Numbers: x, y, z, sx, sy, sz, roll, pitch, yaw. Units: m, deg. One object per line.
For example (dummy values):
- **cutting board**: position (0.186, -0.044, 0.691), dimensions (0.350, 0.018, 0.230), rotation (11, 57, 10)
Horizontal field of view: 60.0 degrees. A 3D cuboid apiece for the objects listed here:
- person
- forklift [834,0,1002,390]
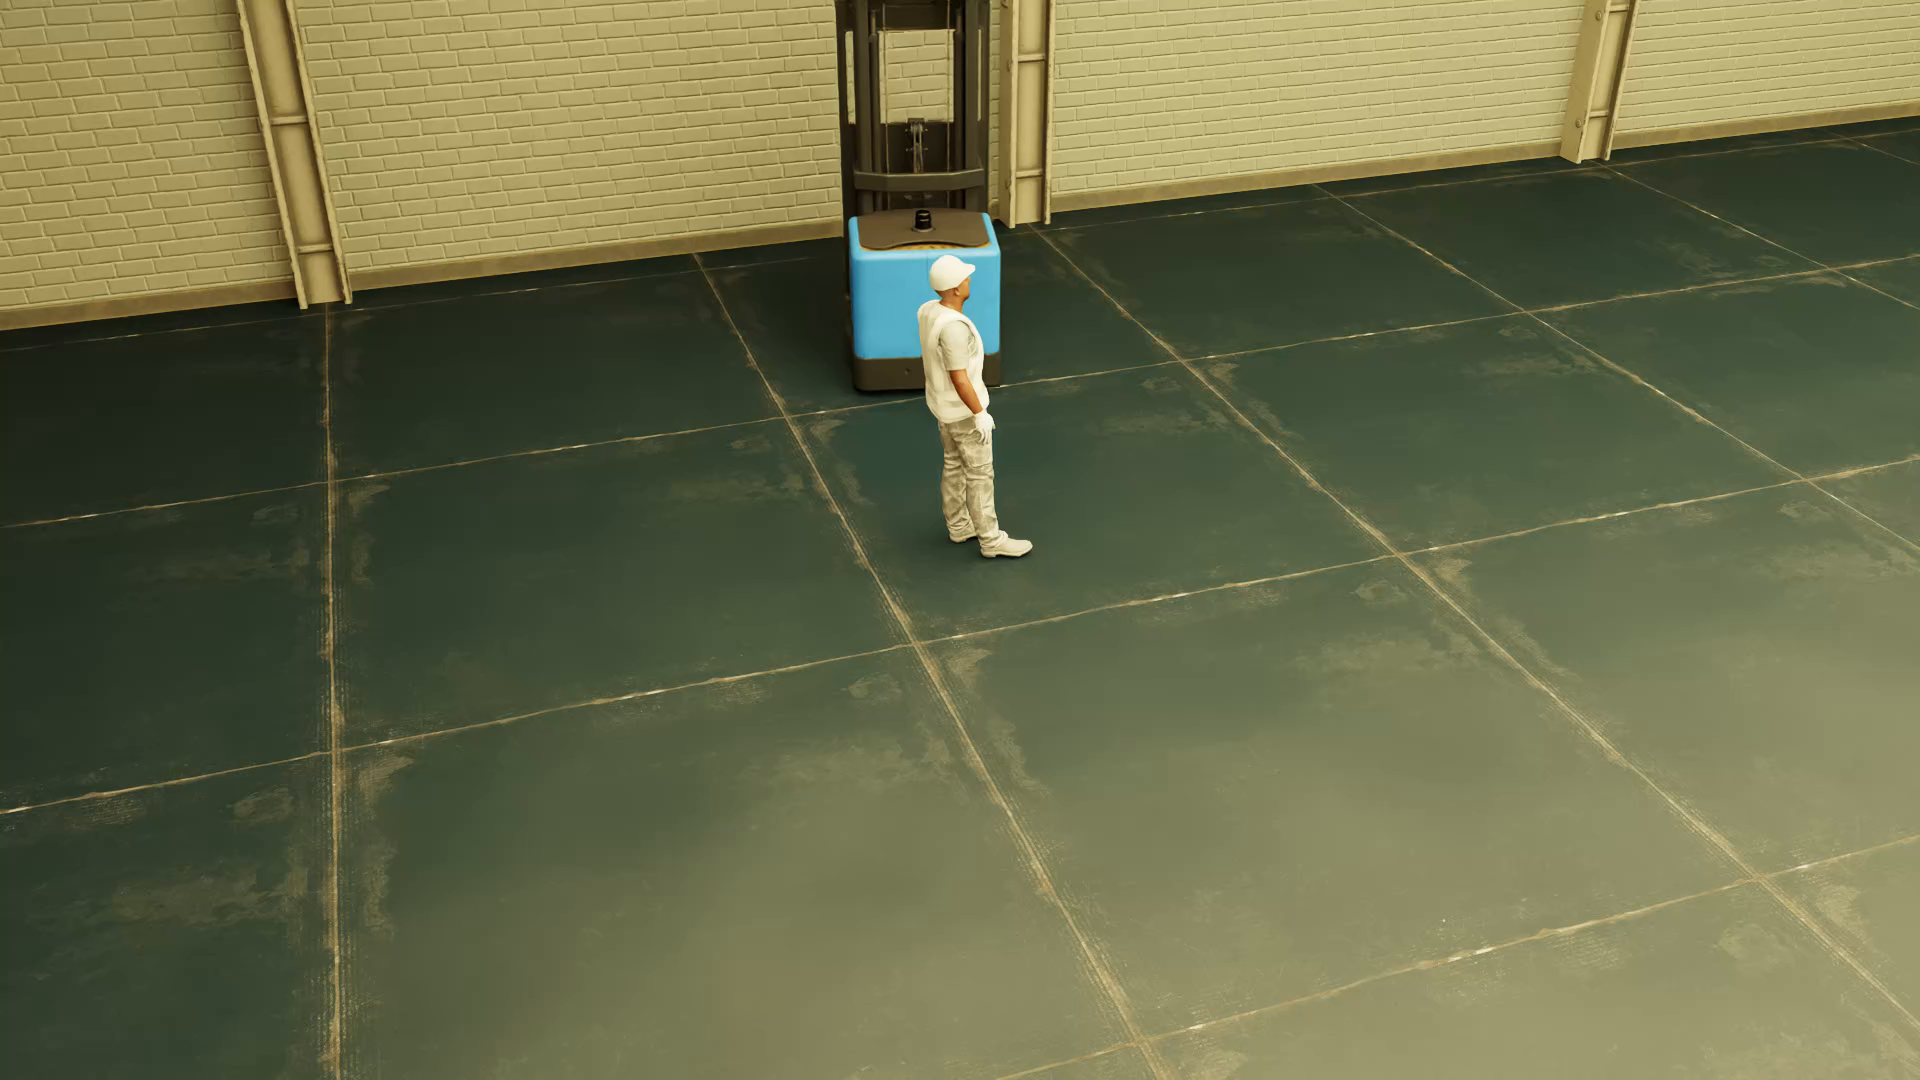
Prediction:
- **person**: position (0.071, -0.787, 9.591), dimensions (0.575, 1.785, 0.657), rotation (-10, 31, -16)
- **forklift**: position (-0.353, -3.031, 12.355), dimensions (1.130, 2.935, 3.031), rotation (-3, 30, -4)
